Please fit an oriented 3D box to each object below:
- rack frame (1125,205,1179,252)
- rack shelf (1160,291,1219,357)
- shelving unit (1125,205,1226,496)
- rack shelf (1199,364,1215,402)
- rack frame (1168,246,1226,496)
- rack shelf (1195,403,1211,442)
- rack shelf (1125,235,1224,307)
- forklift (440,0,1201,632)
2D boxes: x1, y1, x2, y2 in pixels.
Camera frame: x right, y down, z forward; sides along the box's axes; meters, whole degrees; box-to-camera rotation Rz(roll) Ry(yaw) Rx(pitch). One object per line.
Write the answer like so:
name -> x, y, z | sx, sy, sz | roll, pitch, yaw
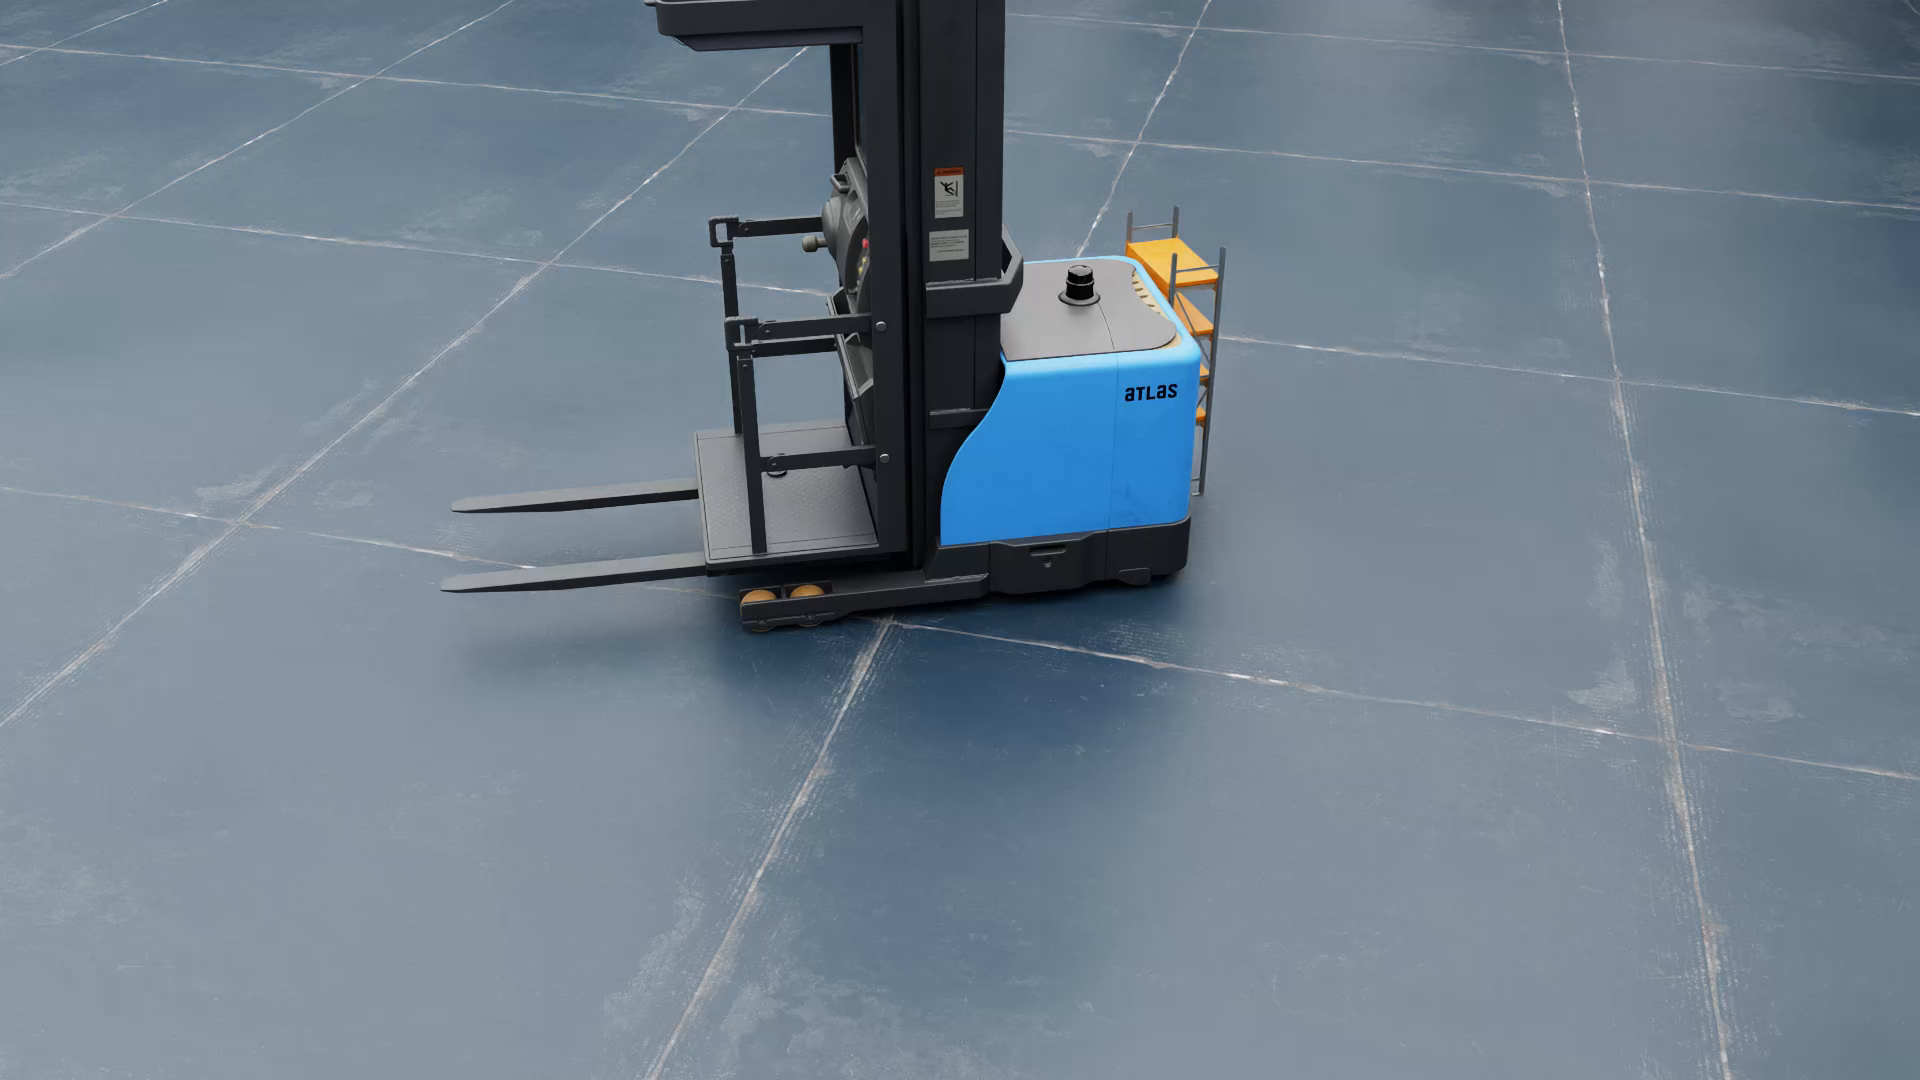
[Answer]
rack frame -> 0.850, -0.947, 7.622 | 0.240, 1.200, 0.015 | -9, 34, -14
rack shelf -> 0.922, -0.954, 7.341 | 0.258, 0.148, 0.480 | -9, 34, -14
shelving unit -> 0.922, -0.822, 7.425 | 0.258, 1.200, 0.503 | -9, 34, -14
rack shelf -> 0.922, -0.765, 7.461 | 0.258, 0.148, 0.480 | -9, 34, -14
rack frame -> 0.993, -0.697, 7.228 | 0.240, 1.200, 0.015 | -9, 34, -14
rack shelf -> 0.922, -0.598, 7.568 | 0.258, 0.148, 0.480 | -9, 34, -14
rack shelf -> 0.922, -1.154, 7.214 | 0.258, 0.148, 0.480 | -9, 34, -14
forklift -> -0.614, -1.176, 6.368 | 3.031, 2.935, 1.130 | -6, 33, -9
